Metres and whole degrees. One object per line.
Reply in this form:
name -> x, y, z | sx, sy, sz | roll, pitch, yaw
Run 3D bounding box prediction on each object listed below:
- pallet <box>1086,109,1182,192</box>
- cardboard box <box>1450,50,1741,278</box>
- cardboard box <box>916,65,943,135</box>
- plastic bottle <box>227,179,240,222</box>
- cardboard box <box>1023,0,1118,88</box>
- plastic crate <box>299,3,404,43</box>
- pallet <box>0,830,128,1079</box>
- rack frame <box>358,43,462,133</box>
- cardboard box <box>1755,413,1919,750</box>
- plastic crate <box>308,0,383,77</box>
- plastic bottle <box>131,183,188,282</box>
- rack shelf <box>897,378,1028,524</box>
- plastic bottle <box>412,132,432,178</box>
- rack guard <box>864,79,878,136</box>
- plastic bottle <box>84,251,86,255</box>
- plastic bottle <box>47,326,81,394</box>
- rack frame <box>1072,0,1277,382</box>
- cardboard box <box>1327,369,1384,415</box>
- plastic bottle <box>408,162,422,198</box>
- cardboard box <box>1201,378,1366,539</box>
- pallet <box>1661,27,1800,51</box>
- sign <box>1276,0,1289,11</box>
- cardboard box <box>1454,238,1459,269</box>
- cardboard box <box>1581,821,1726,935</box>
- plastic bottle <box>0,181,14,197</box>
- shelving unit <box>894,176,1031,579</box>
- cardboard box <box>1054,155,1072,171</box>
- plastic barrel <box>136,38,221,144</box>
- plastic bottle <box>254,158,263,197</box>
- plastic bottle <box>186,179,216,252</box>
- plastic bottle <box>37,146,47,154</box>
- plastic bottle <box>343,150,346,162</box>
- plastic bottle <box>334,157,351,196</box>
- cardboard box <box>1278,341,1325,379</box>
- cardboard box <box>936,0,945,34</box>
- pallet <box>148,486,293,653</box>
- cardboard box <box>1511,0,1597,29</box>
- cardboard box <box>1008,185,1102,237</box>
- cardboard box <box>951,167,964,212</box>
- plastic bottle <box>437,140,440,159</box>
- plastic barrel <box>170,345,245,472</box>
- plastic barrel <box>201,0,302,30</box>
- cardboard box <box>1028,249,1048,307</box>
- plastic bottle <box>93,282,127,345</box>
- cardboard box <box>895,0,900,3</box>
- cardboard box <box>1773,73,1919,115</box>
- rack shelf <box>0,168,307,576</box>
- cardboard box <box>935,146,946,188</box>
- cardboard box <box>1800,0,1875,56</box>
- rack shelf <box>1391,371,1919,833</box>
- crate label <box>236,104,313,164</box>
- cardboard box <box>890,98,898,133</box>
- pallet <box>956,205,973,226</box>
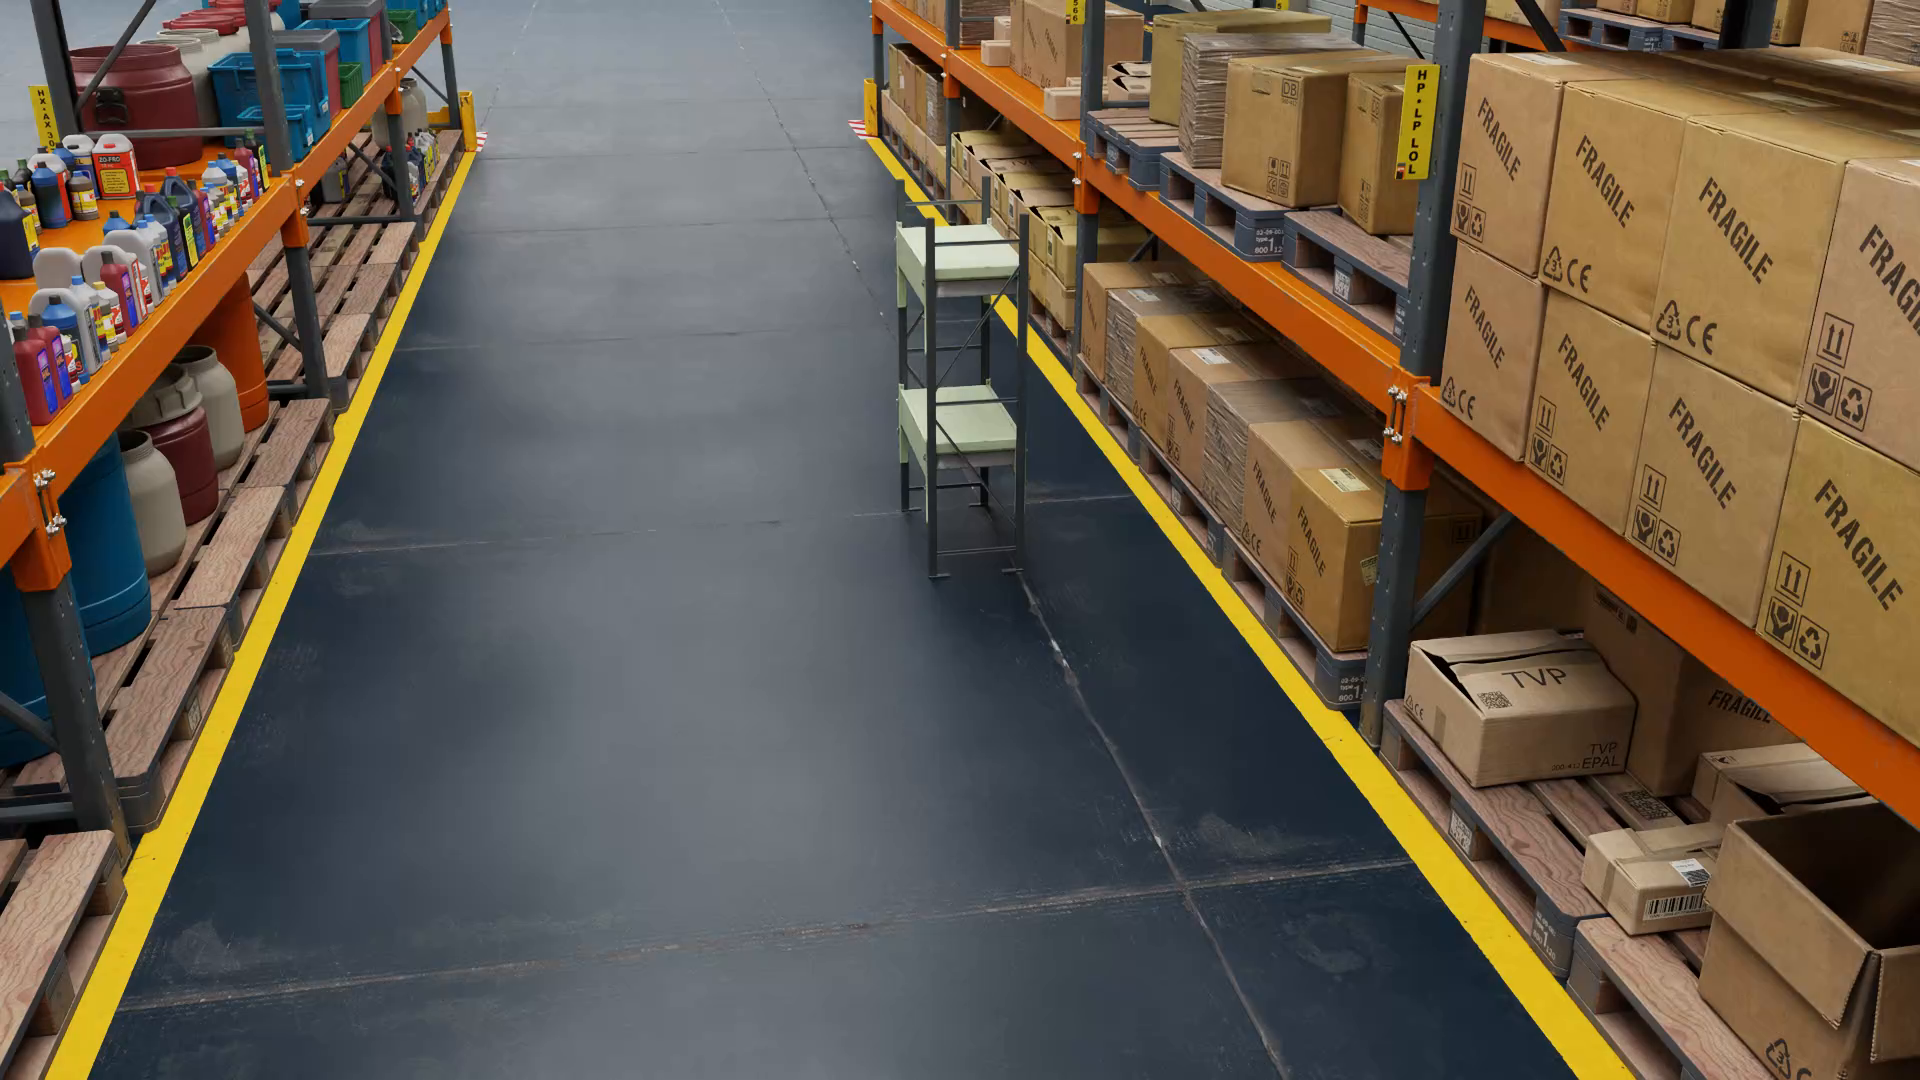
pallet -> 1.327, -1.947, 8.200 | 1.213, 0.211, 1.003 | -4, 24, -10
cardboard box -> 1.683, -1.021, 4.465 | 0.500, 0.500, 0.500 | -4, 24, -8
cardboard box -> -0.084, -3.706, 13.961 | 0.500, 0.500, 0.500 | -4, 24, -10
plastic bottle -> -3.141, -1.460, 7.094 | 0.097, 0.201, 0.097 | 0, 24, 0
cardboard box -> 0.709, -3.208, 10.722 | 0.500, 0.500, 0.500 | -4, 24, -10
plastic crate -> -4.447, -3.691, 12.032 | 0.767, 0.338, 0.504 | -4, 24, -10
pallet -> -2.822, 1.206, 4.224 | 1.003, 0.211, 1.213 | -4, 24, -10
rack frame -> -5.215, -5.078, 15.129 | 1.000, 3.000, 0.127 | -4, 24, -10
cardboard box -> 1.983, 0.050, 3.263 | 0.500, 0.500, 0.500 | -5, 24, -10
plastic crate -> -4.085, -3.366, 11.129 | 0.402, 0.464, 0.583 | -4, 24, -10
plastic bottle -> -2.983, -1.141, 6.175 | 0.144, 0.351, 0.185 | -4, 24, -10
rack shelf -> -0.001, -0.391, 7.086 | 0.431, 0.370, 0.720 | -4, 24, -10
plastic bottle -> -4.330, -3.082, 13.318 | 0.144, 0.351, 0.185 | -4, 24, -10
rack guard -> -0.351, -4.307, 16.487 | 1.175, 0.500, 0.348 | -4, 24, -10
plastic bottle -> -3.040, -0.916, 5.847 | 0.097, 0.201, 0.097 | 0, 24, 0
plastic bottle -> -2.708, -0.539, 4.985 | 0.097, 0.201, 0.097 | 0, 24, 0
rack frame -> 1.133, -2.296, 8.760 | 1.000, 3.000, 0.127 | -4, 24, -10
cardboard box -> 1.838, -0.724, 6.797 | 0.500, 0.250, 0.500 | -4, 24, -10
plastic bottle -> -4.190, -2.741, 12.631 | 0.152, 0.276, 0.135 | -3, 24, -8
cardboard box -> 1.324, -0.344, 6.864 | 0.500, 0.500, 0.500 | -4, 24, -9
pallet -> 5.594, -3.352, 11.417 | 1.003, 0.211, 1.213 | -4, 24, -10
sign -> 1.665, -2.834, 8.644 | 0.100, 0.325, 0.005 | -4, 24, -10
cardboard box -> 2.005, -1.164, 5.518 | 0.700, 0.500, 0.500 | -13, 27, -27
cardboard box -> 1.907, 0.895, 4.444 | 0.380, 0.166, 0.250 | -4, 24, -10
plastic bottle -> -3.826, -1.305, 6.651 | 0.097, 0.271, 0.097 | 0, 24, 0
shelving unit -> -0.001, -0.690, 6.956 | 0.431, 1.500, 0.755 | -4, 24, -10
cardboard box -> 0.942, -2.520, 11.483 | 0.500, 0.311, 0.500 | -4, 24, -10
plastic barrel -> -4.136, -2.371, 8.792 | 0.421, 0.512, 0.421 | 0, 24, 0
plastic bottle -> -3.238, -1.666, 7.565 | 0.097, 0.201, 0.097 | 0, 24, 0
plastic bottle -> -3.030, -1.301, 6.626 | 0.061, 0.283, 0.133 | -4, 24, -10
plastic bottle -> -3.957, -1.551, 7.199 | 0.061, 0.283, 0.133 | -4, 24, -10
plastic bottle -> -5.167, -3.220, 13.822 | 0.097, 0.201, 0.097 | 0, 24, 0
plastic bottle -> -4.772, -2.786, 12.735 | 0.152, 0.276, 0.135 | -4, 24, -10
cardboard box -> 1.735, -0.592, 7.432 | 0.500, 0.500, 0.500 | -5, 24, -12
cardboard box -> 0.201, -4.296, 13.215 | 0.700, 0.500, 0.500 | -5, 24, -10
pallet -> -3.327, 0.133, 6.682 | 1.003, 0.211, 1.213 | -4, 24, -10
cardboard box -> 4.875, -4.342, 13.606 | 0.500, 0.250, 0.500 | -4, 24, -10
cardboard box -> 0.601, -2.076, 10.466 | 0.500, 0.311, 0.500 | -4, 24, -10
cardboard box -> 0.224, -2.625, 12.423 | 0.500, 0.250, 0.500 | -5, 24, -11
plastic bottle -> -4.445, -3.307, 14.021 | 0.097, 0.201, 0.097 | 0, 24, 0
plastic barrel -> -3.436, -0.577, 7.407 | 0.421, 0.512, 0.421 | 0, 24, 0
plastic barrel -> -4.702, -3.560, 11.027 | 0.600, 0.901, 0.708 | -4, 24, -10
cardboard box -> 0.697, -1.620, 10.122 | 0.500, 0.250, 0.500 | -5, 24, -10
plastic bottle -> -2.805, -0.745, 5.457 | 0.097, 0.201, 0.097 | 0, 24, 0
cardboard box -> -0.273, -5.304, 15.522 | 0.700, 0.500, 0.500 | -4, 24, -10
cardboard box -> 2.318, -0.846, 4.065 | 0.500, 0.500, 0.500 | -5, 24, -11
rack shelf -> -3.366, -0.815, 6.267 | 1.077, 0.370, 4.000 | -4, 24, -10
cardboard box -> 0.093, -2.968, 13.209 | 0.500, 0.250, 0.500 | -4, 24, -10
cardboard box -> 5.774, -3.314, 10.415 | 0.700, 0.500, 0.500 | -7, 24, -15
rack shelf -> 2.242, 0.393, 3.500 | 1.077, 0.370, 4.000 | -4, 24, -10
crate label -> -3.445, -2.048, 8.400 | 0.303, 0.233, 0.416 | -4, 24, -10
cardboard box -> -0.370, -3.952, 15.461 | 0.500, 0.250, 0.500 | -4, 24, -10
pallet -> 0.568, -2.305, 12.263 | 1.003, 0.211, 1.213 | -4, 24, -10
